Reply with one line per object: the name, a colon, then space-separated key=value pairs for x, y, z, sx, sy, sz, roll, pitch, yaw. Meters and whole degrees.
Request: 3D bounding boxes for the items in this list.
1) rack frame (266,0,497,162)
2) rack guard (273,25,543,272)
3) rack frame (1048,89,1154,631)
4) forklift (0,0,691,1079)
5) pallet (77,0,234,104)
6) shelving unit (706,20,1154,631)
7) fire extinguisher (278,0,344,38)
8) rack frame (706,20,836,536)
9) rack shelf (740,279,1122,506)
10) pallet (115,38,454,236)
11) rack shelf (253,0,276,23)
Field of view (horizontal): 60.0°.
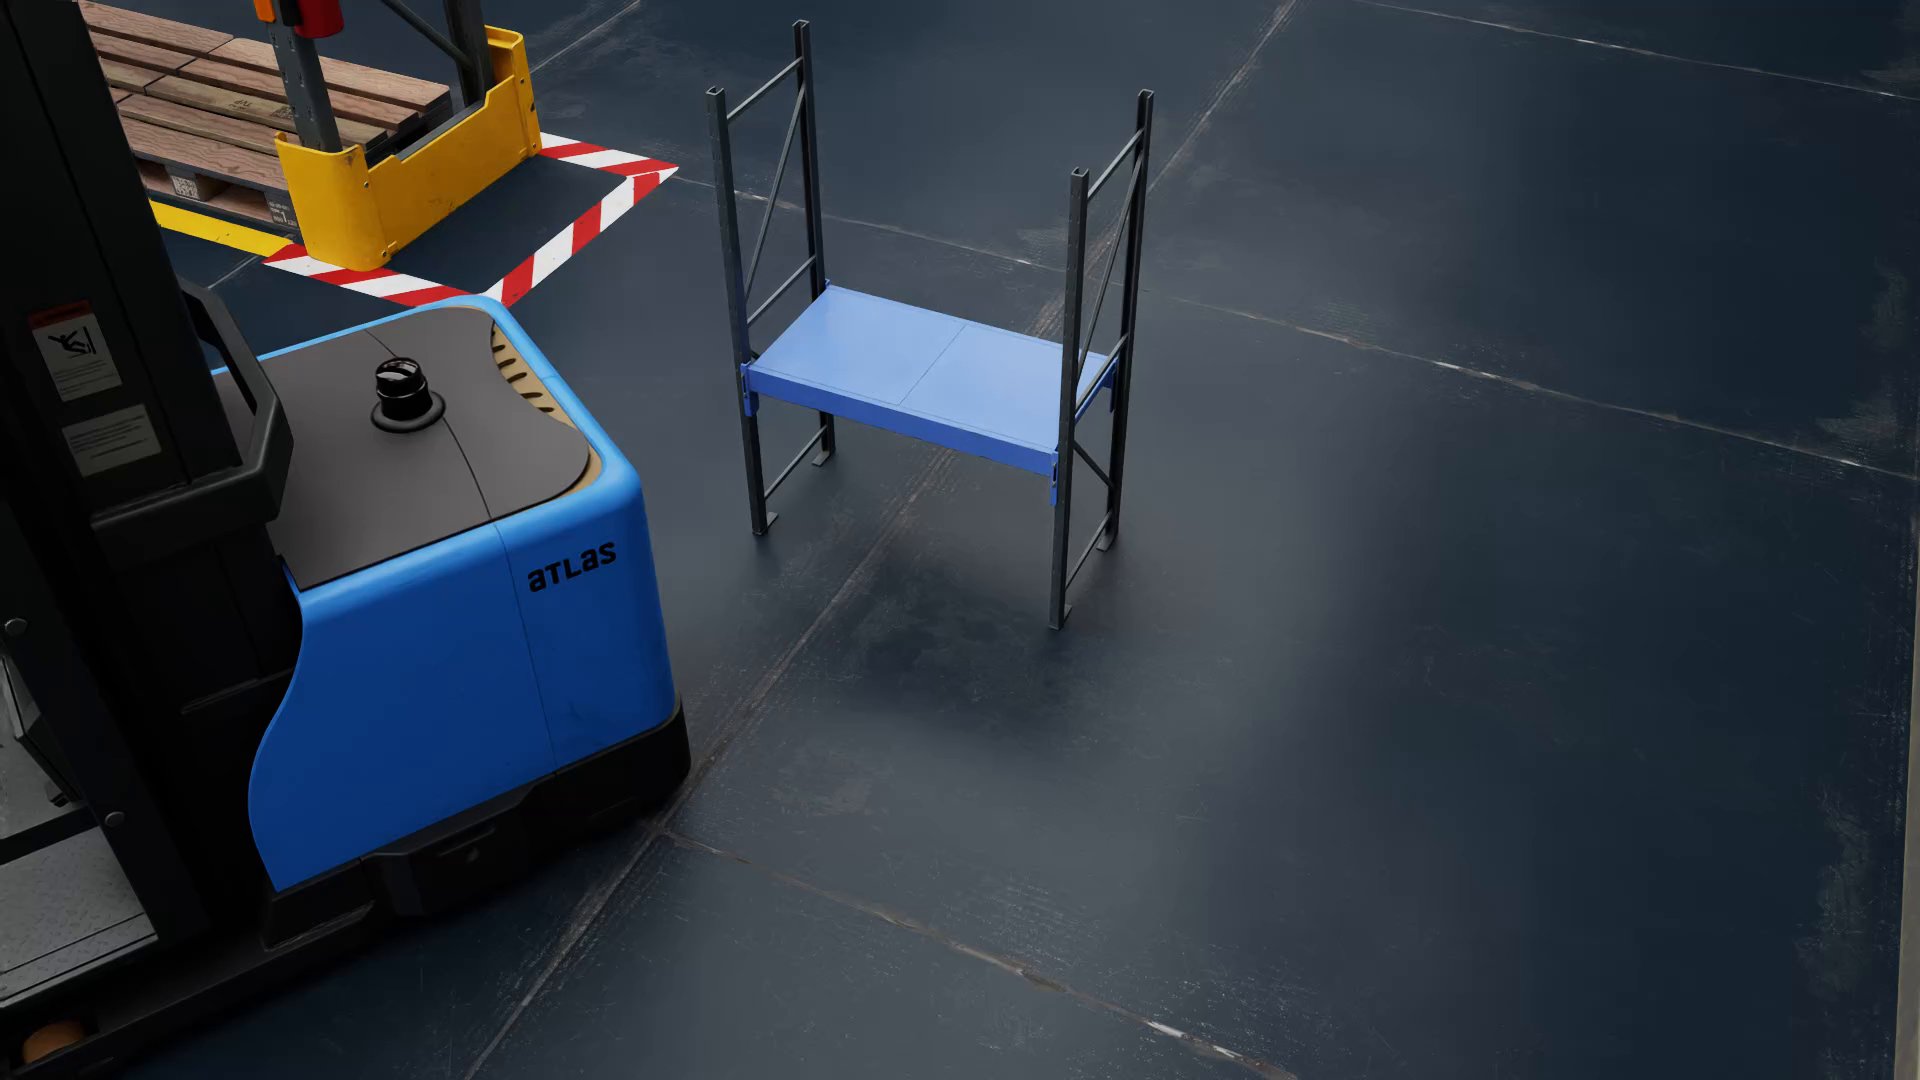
rack frame: x=-2.219 y=-2.552 z=5.904 sx=0.127 sy=3.000 sz=1.000 roll=17 pitch=44 yaw=19
rack guard: x=-2.192 y=-1.609 z=6.724 sx=0.348 sy=0.500 sz=1.175 roll=17 pitch=44 yaw=19
rack frame: x=0.383 y=-0.450 z=4.624 sx=0.032 sy=1.500 sz=0.500 roll=17 pitch=44 yaw=19
forklift: x=-2.235 y=-0.178 z=3.218 sx=3.031 sy=2.935 sz=1.130 roll=-23 pitch=46 yaw=-24
pallet: x=-4.052 y=-2.089 z=7.498 sx=1.213 sy=0.211 sz=1.003 roll=17 pitch=44 yaw=19
shelving unit: x=-0.077 y=-0.590 z=4.786 sx=1.048 sy=1.500 sz=0.538 roll=17 pitch=44 yaw=19
fire extinguisher: x=-2.275 y=-2.071 z=5.692 sx=0.183 sy=0.674 sz=0.296 roll=17 pitch=44 yaw=19
rack frame: x=-0.538 y=-0.731 z=4.948 sx=0.032 sy=1.500 sz=0.500 roll=17 pitch=44 yaw=19
rack shelf: x=-0.077 y=-0.454 z=4.904 sx=1.000 sy=0.185 sz=0.538 roll=17 pitch=44 yaw=19
pallet: x=-2.950 y=-1.750 z=7.108 sx=1.213 sy=0.211 sz=1.003 roll=17 pitch=44 yaw=19
rack shelf: x=-4.032 y=-2.834 z=6.779 sx=4.000 sy=0.370 sz=1.077 roll=17 pitch=44 yaw=19
